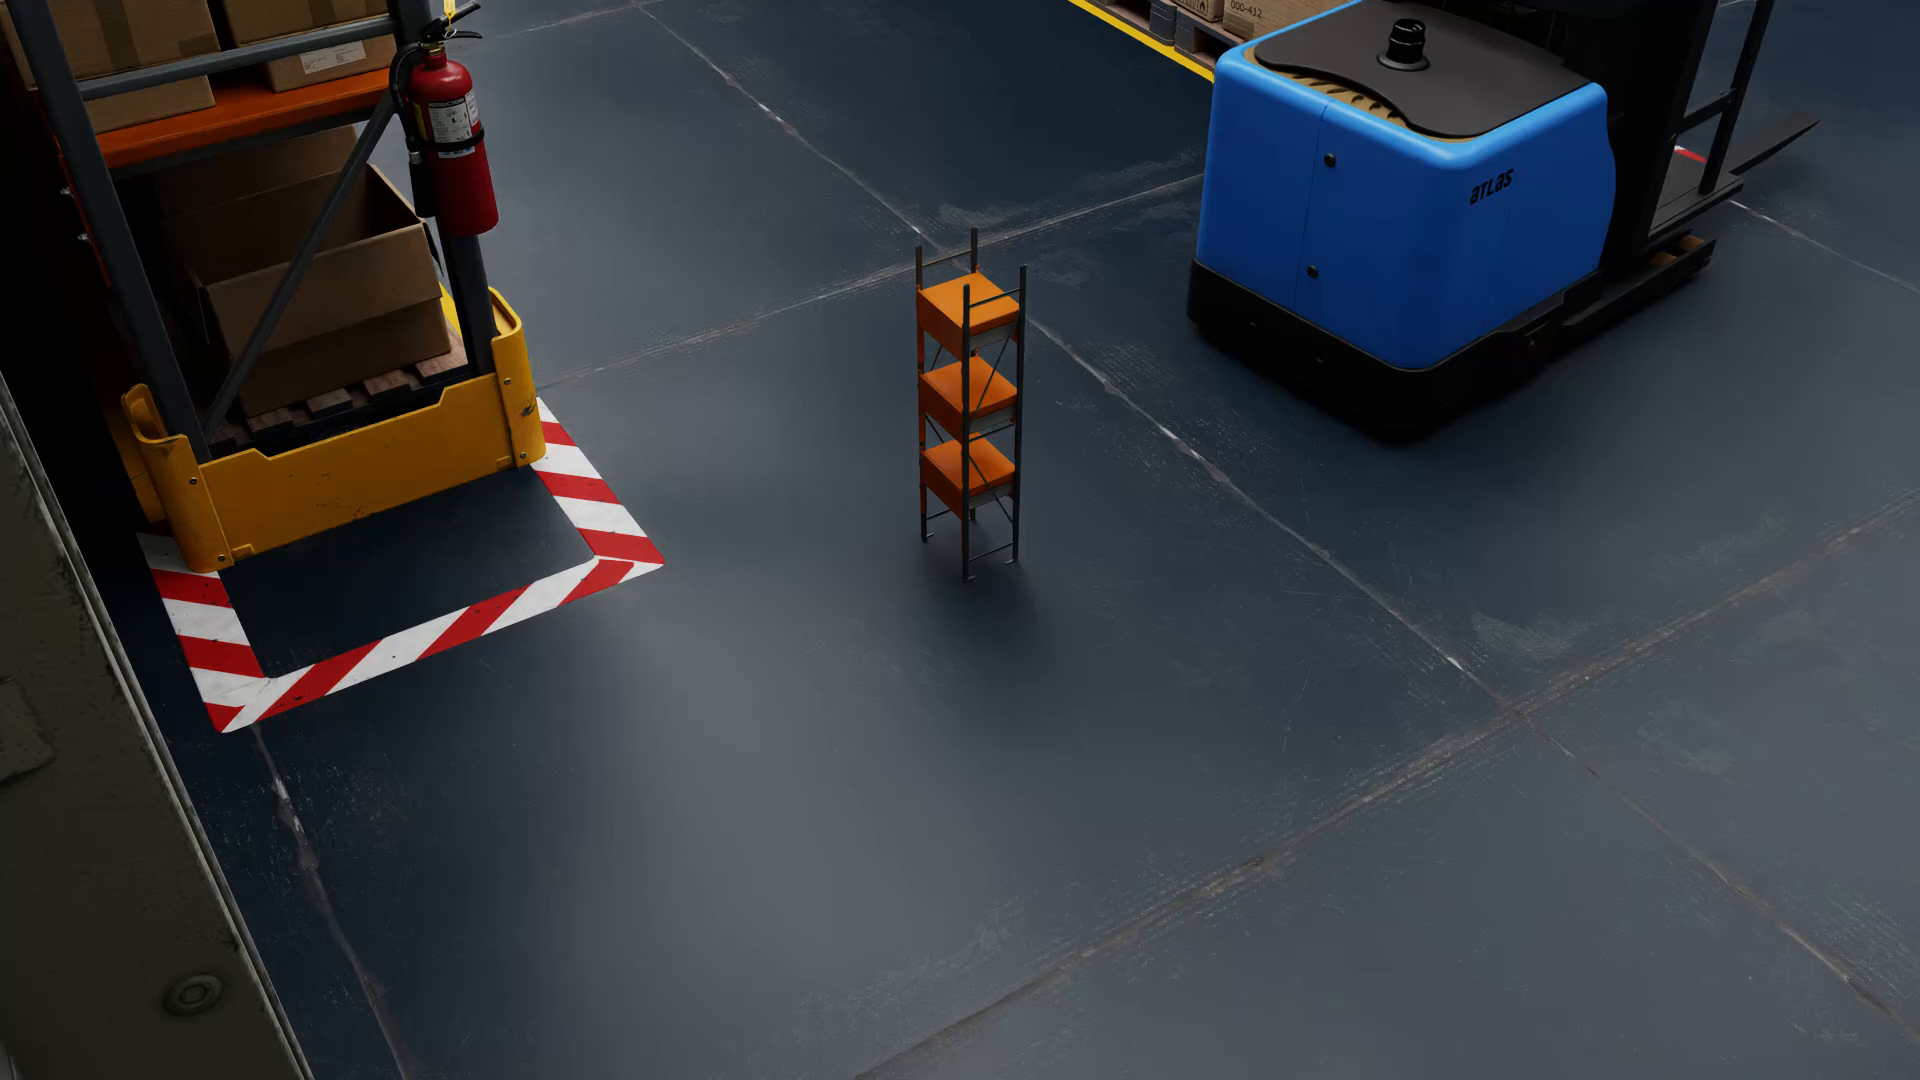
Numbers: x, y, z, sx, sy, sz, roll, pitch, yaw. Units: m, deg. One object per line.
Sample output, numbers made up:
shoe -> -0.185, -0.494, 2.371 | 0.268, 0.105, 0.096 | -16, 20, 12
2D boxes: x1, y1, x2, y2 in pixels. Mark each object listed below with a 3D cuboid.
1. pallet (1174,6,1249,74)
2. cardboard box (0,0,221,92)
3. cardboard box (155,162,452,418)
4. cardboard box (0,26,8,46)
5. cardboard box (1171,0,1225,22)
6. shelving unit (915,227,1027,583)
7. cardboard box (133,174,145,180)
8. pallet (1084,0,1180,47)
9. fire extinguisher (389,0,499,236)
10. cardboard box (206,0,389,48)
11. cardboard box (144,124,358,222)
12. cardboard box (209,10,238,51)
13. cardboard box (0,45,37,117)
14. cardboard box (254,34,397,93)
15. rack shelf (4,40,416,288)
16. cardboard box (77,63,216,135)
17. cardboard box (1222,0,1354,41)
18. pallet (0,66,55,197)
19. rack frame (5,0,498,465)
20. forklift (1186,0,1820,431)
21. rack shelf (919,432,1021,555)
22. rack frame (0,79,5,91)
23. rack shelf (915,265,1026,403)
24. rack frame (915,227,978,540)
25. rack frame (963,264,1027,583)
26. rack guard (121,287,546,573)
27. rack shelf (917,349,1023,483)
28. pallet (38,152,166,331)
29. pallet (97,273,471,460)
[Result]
pallet -> 1.773, -2.330, 7.881 | 1.003, 0.211, 1.213 | -22, 45, -24
cardboard box -> -2.386, -1.499, 4.591 | 0.500, 0.250, 0.500 | -21, 44, -23
cardboard box -> -2.164, -0.851, 5.550 | 0.797, 0.503, 0.637 | -24, 45, -26
cardboard box -> -2.803, -1.670, 5.107 | 0.380, 0.149, 0.250 | -22, 45, -24
cardboard box -> 1.330, -2.986, 8.164 | 0.875, 0.438, 0.875 | -21, 44, -23
shelving unit -> 0.029, -0.374, 4.879 | 0.215, 1.050, 0.252 | -22, 45, -24
cardboard box -> -3.149, -1.885, 6.793 | 0.700, 0.500, 0.500 | -24, 45, -26
pallet -> 1.121, -2.988, 8.670 | 1.003, 0.211, 1.213 | -22, 45, -24
fire extinguisher -> -1.446, -1.193, 4.690 | 0.296, 0.674, 0.183 | -22, 45, -24
cardboard box -> -1.931, -1.680, 4.808 | 0.500, 0.250, 0.500 | -22, 45, -24
cardboard box -> -2.590, -1.324, 6.121 | 0.700, 0.500, 0.500 | -20, 44, -23
cardboard box -> -2.036, -1.583, 5.002 | 0.380, 0.149, 0.250 | -21, 44, -23
cardboard box -> -3.909, -2.135, 7.242 | 0.500, 0.311, 0.500 | -21, 44, -23
cardboard box -> -1.860, -1.461, 4.857 | 0.380, 0.149, 0.250 | -23, 45, -25
rack shelf -> -2.990, -2.089, 5.976 | 1.077, 0.370, 4.000 | -22, 45, -24
cardboard box -> -2.319, -1.276, 4.634 | 0.380, 0.149, 0.250 | -23, 45, -25
cardboard box -> 1.829, -2.495, 7.575 | 0.875, 0.438, 0.875 | -24, 45, -26
pallet -> -3.697, -2.002, 7.488 | 1.003, 0.211, 1.213 | -22, 45, -24
rack frame -> -1.915, -1.286, 4.450 | 1.000, 3.000, 0.127 | -22, 45, -24
forklift -> 2.286, -2.291, 5.710 | 3.031, 2.935, 1.130 | -29, 48, -30
rack shelf -> 0.029, -0.153, 5.064 | 0.215, 0.259, 0.240 | -22, 45, -24
rack frame -> -4.065, -3.445, 7.041 | 1.000, 3.000, 0.127 | -22, 45, -24
rack shelf -> 0.029, -0.584, 4.704 | 0.215, 0.259, 0.240 | -22, 45, -24
rack frame -> -0.037, -0.440, 4.958 | 0.200, 1.050, 0.008 | -22, 45, -24
rack frame -> 0.094, -0.309, 4.800 | 0.200, 1.050, 0.008 | -22, 45, -24
rack guard -> -1.955, -0.367, 5.299 | 1.175, 0.500, 0.348 | -22, 45, -24
rack shelf -> 0.029, -0.366, 4.886 | 0.215, 0.259, 0.240 | -22, 45, -24
pallet -> -3.037, -1.343, 6.697 | 1.003, 0.211, 1.213 | -22, 45, -24
pallet -> -2.385, -0.685, 5.908 | 1.003, 0.211, 1.213 | -22, 45, -24
